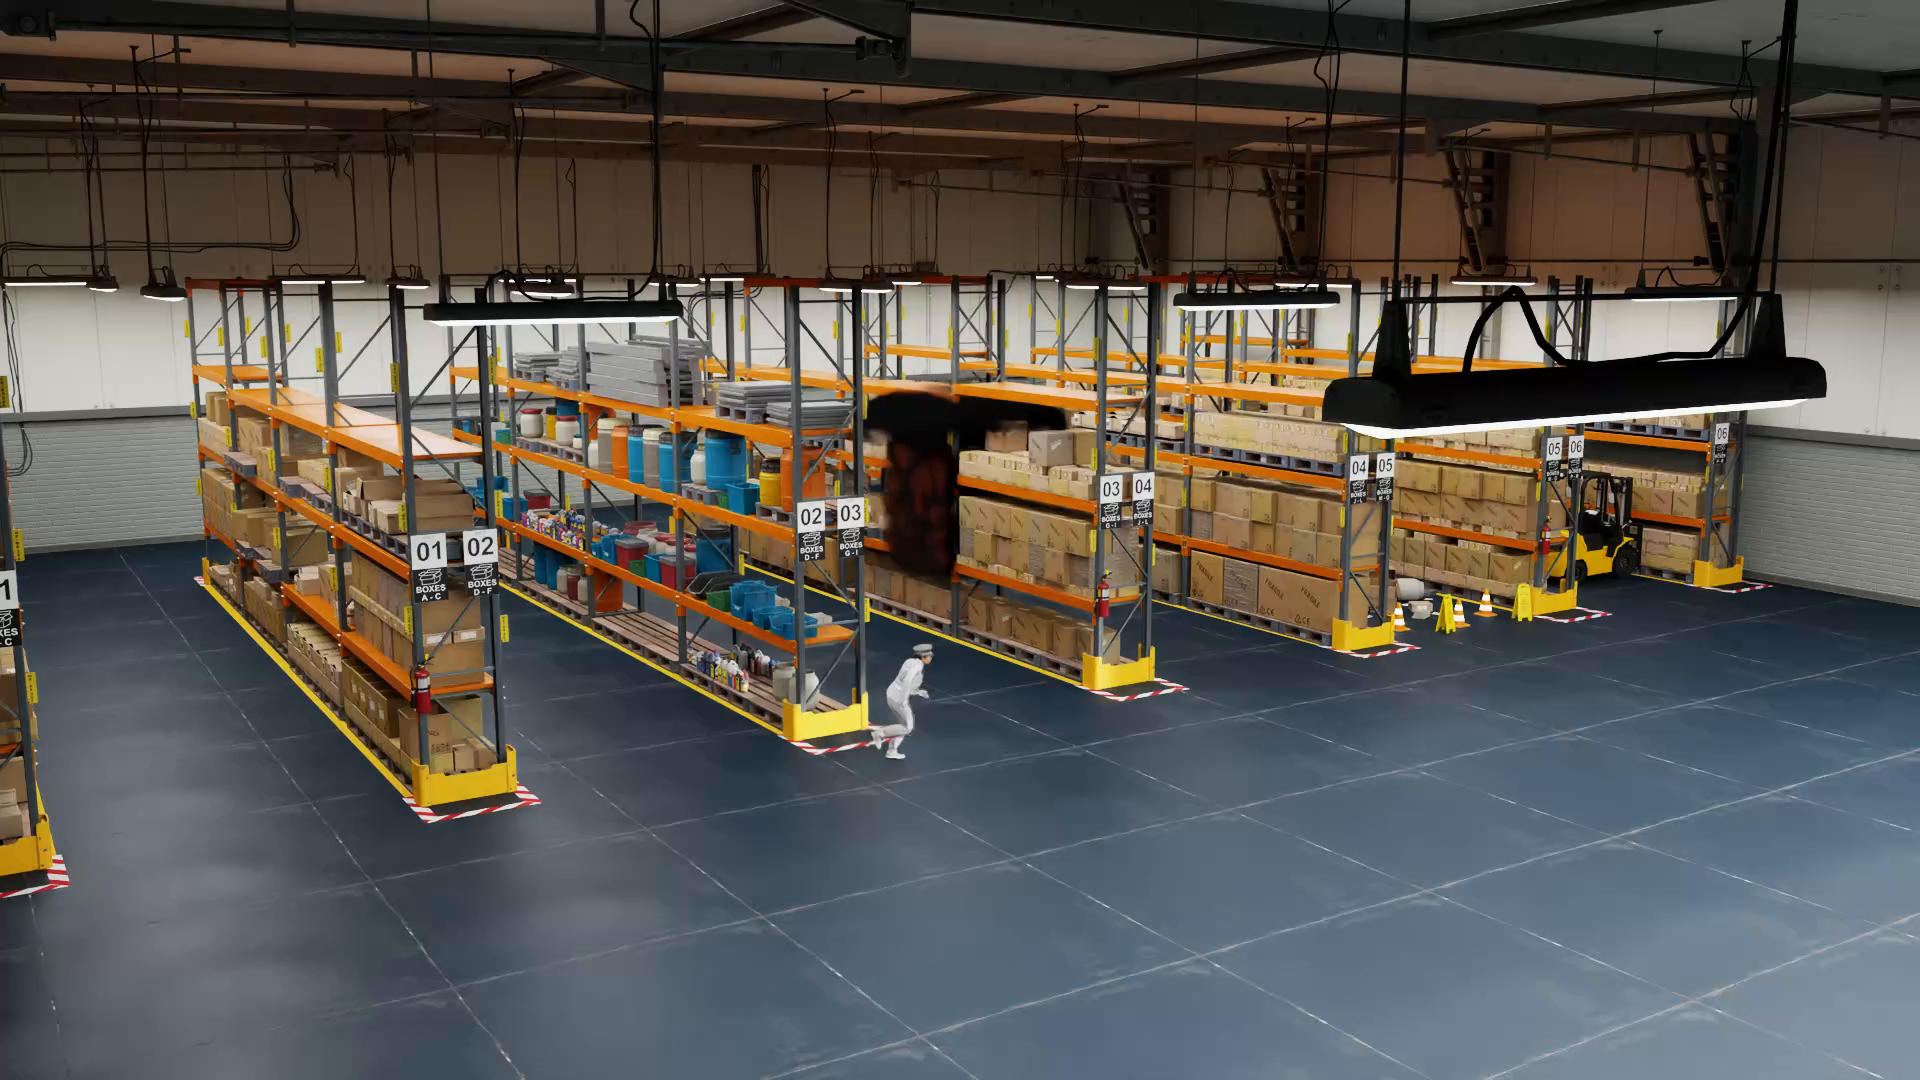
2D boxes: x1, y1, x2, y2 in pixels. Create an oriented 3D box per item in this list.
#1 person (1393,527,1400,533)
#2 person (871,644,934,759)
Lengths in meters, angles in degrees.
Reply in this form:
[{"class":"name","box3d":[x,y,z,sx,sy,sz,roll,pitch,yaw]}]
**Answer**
[{"class":"person","box3d":[9.432,-0.458,35.940,0.615,1.621,0.642,-9,13,-42]},{"class":"person","box3d":[-0.730,2.088,21.229,0.824,1.488,0.639,-2,10,-13]}]
